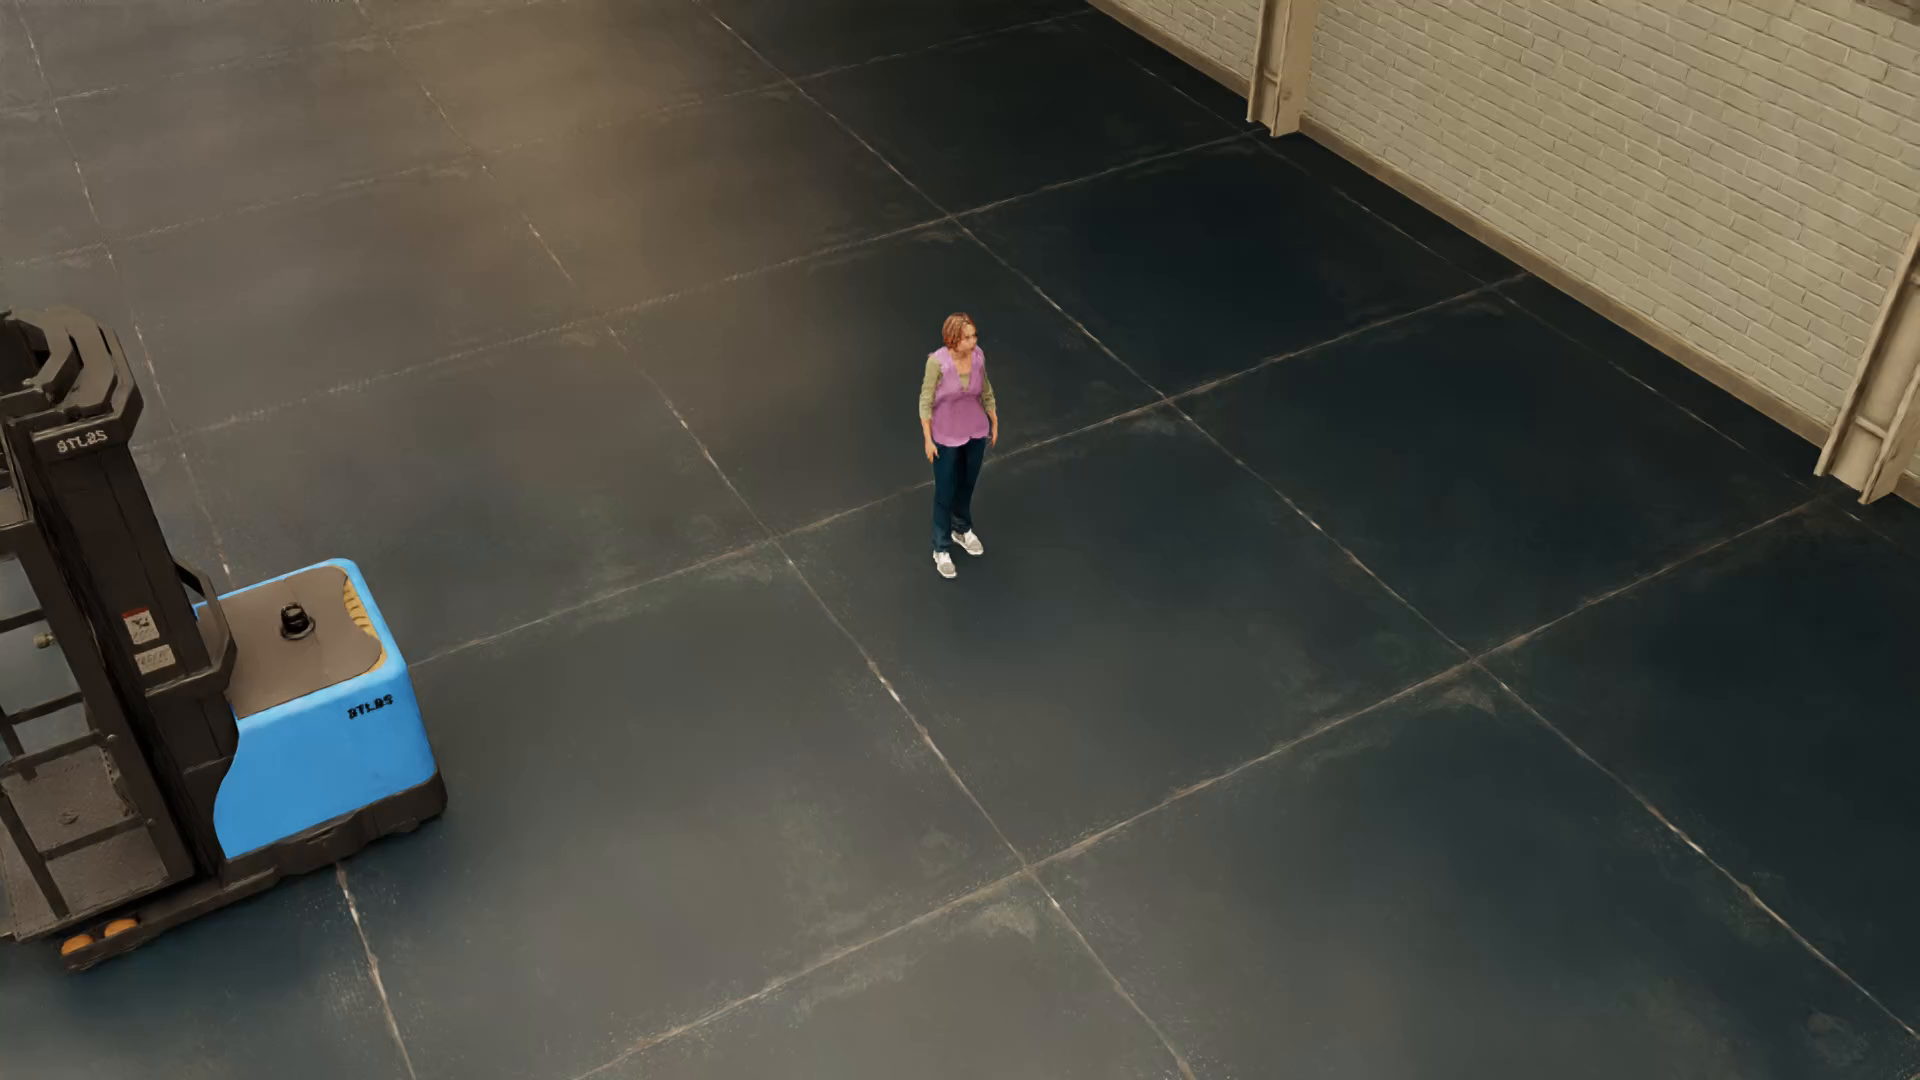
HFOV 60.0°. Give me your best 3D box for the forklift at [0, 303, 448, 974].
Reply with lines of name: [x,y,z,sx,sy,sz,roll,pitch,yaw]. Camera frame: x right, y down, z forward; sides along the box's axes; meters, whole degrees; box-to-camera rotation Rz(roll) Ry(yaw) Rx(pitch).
forklift: [-4.175,0.519,7.411,3.031,2.935,1.130,-21,44,-24]

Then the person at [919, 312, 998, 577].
person: [0.025,-0.575,9.763,0.520,1.597,0.474,-20,44,-23]
